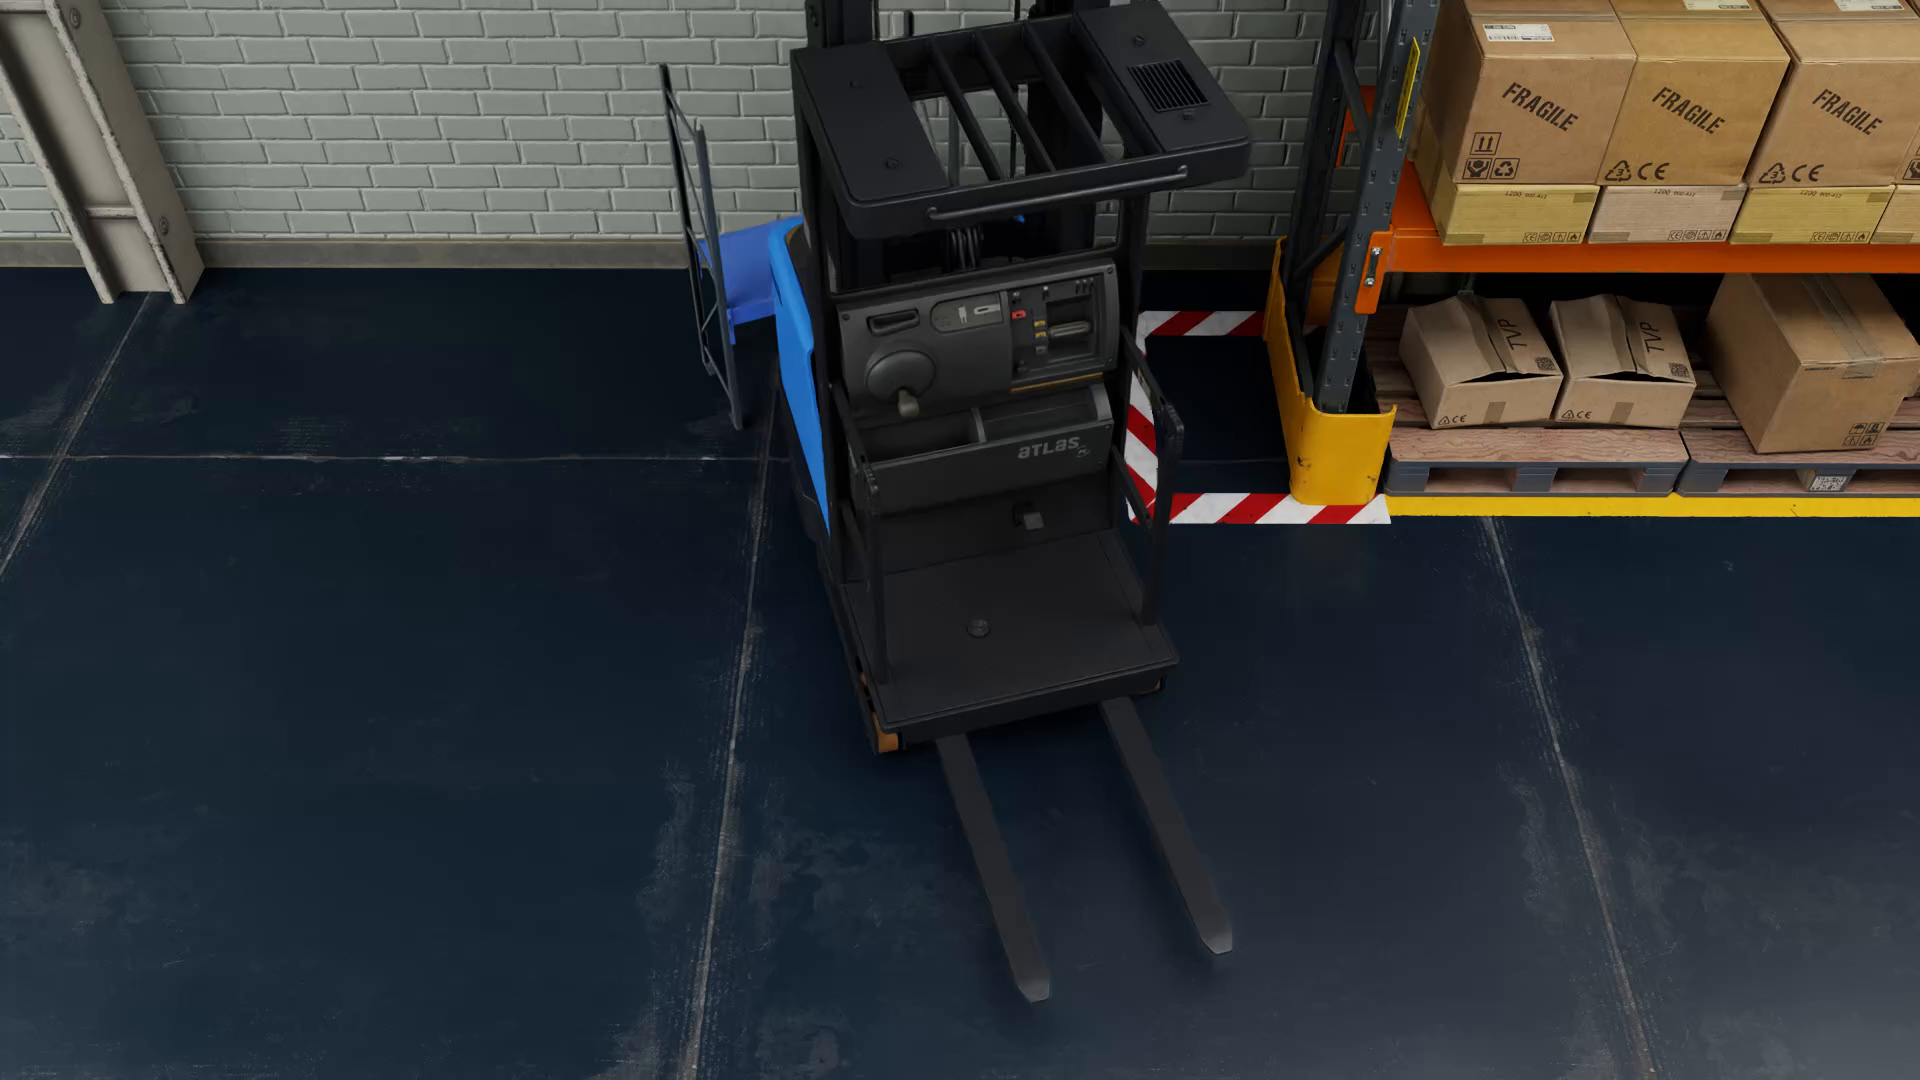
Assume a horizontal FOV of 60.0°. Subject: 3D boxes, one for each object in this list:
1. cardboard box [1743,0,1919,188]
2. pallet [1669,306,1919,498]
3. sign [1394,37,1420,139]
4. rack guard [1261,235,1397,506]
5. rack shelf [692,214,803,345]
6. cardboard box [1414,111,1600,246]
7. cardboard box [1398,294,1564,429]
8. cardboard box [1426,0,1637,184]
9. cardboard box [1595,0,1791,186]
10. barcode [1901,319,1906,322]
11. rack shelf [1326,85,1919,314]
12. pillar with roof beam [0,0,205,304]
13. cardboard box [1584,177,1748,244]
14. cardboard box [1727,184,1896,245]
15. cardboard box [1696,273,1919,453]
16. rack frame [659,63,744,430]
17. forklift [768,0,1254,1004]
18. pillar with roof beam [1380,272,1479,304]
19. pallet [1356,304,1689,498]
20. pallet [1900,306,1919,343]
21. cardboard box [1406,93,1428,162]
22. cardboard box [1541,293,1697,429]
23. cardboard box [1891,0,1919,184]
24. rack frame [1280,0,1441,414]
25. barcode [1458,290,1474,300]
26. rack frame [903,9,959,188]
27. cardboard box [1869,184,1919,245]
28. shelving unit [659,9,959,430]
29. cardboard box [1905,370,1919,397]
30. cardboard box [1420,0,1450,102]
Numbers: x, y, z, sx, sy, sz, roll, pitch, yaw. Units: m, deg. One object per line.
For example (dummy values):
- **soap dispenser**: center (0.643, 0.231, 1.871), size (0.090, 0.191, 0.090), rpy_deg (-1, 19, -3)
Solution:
- **cardboard box**: center (2.966, -1.570, 5.739), size (0.500, 0.500, 0.500), rpy_deg (-1, 47, -1)
- **pallet**: center (3.584, -0.611, 7.174), size (1.213, 0.211, 1.003), rpy_deg (0, 47, 0)
- **sign**: center (1.477, -1.493, 5.499), size (0.005, 0.325, 0.100), rpy_deg (0, 47, 0)
- **rack guard**: center (1.555, -0.743, 7.100), size (0.348, 0.500, 1.175), rpy_deg (0, 47, 0)
- **rack shelf**: center (-0.583, -1.181, 7.071), size (1.000, 0.185, 0.538), rpy_deg (-17, 49, -16)
- **cardboard box**: center (1.966, -1.317, 6.015), size (0.500, 0.250, 0.500), rpy_deg (-1, 47, -1)
- **cardboard box**: center (2.170, -0.761, 6.945), size (0.500, 0.311, 0.500), rpy_deg (-5, 47, -4)
- **cardboard box**: center (1.955, -1.585, 5.752), size (0.500, 0.500, 0.500), rpy_deg (0, 47, 0)
- **cardboard box**: center (2.449, -1.576, 5.744), size (0.500, 0.500, 0.500), rpy_deg (0, 47, 0)
- **barcode**: center (4.009, -0.921, 7.129), size (0.075, 0.075, 0.001), rpy_deg (0, 47, 0)
- **rack shelf**: center (3.479, -1.344, 6.443), size (4.000, 0.370, 1.077), rpy_deg (0, 47, 0)
- **pillar with roof beam**: center (-3.834, -1.135, 1.659), size (0.400, 9.000, 9.100), rpy_deg (0, 47, 0)
- **cardboard box**: center (2.485, -1.326, 6.024), size (0.500, 0.250, 0.500), rpy_deg (-1, 47, -1)
- **cardboard box**: center (2.994, -1.320, 6.018), size (0.500, 0.250, 0.500), rpy_deg (-1, 47, 0)
- **cardboard box**: center (3.474, -0.785, 6.839), size (0.500, 0.500, 0.700), rpy_deg (-3, 47, -2)
- **rack frame**: center (-1.050, -1.157, 6.802), size (0.032, 1.500, 0.500), rpy_deg (-17, 49, -16)
- **forklift**: center (0.130, -0.553, 5.262), size (1.130, 2.935, 3.031), rpy_deg (-12, 48, -11)
- **pillar with roof beam**: center (2.166, -1.119, 1.644), size (0.400, 9.000, 9.100), rpy_deg (0, 47, 0)
- **pallet**: center (2.367, -0.616, 7.179), size (1.213, 0.211, 1.003), rpy_deg (0, 47, 0)
- **pallet**: center (4.807, -0.610, 7.173), size (1.213, 0.211, 1.003), rpy_deg (0, 47, 0)
- **cardboard box**: center (1.947, -1.691, 6.364), size (0.500, 0.250, 0.500), rpy_deg (1, 47, 1)
- **cardboard box**: center (2.741, -0.759, 6.944), size (0.500, 0.311, 0.500), rpy_deg (4, 47, 3)
- **cardboard box**: center (3.482, -1.577, 5.745), size (0.500, 0.500, 0.500), rpy_deg (1, 47, 1)
- **rack frame**: center (1.479, -1.595, 6.185), size (0.127, 3.000, 1.000), rpy_deg (0, 47, 0)
- **barcode**: center (2.190, -1.057, 7.214), size (0.075, 0.075, 0.001), rpy_deg (0, 47, 0)
- **rack frame**: center (-0.116, -1.451, 7.076), size (0.032, 1.500, 0.500), rpy_deg (-17, 49, -16)
- **cardboard box**: center (3.500, -1.317, 6.015), size (0.500, 0.250, 0.500), rpy_deg (1, 47, 1)
- **shelving unit**: center (-0.583, -1.304, 6.939), size (1.048, 1.500, 0.538), rpy_deg (-17, 49, -16)
- **cardboard box**: center (3.880, -0.781, 7.075), size (0.250, 0.149, 0.380), rpy_deg (-3, 47, -3)
- **cardboard box**: center (1.951, -1.960, 6.102), size (0.500, 0.500, 0.500), rpy_deg (0, 47, 0)
